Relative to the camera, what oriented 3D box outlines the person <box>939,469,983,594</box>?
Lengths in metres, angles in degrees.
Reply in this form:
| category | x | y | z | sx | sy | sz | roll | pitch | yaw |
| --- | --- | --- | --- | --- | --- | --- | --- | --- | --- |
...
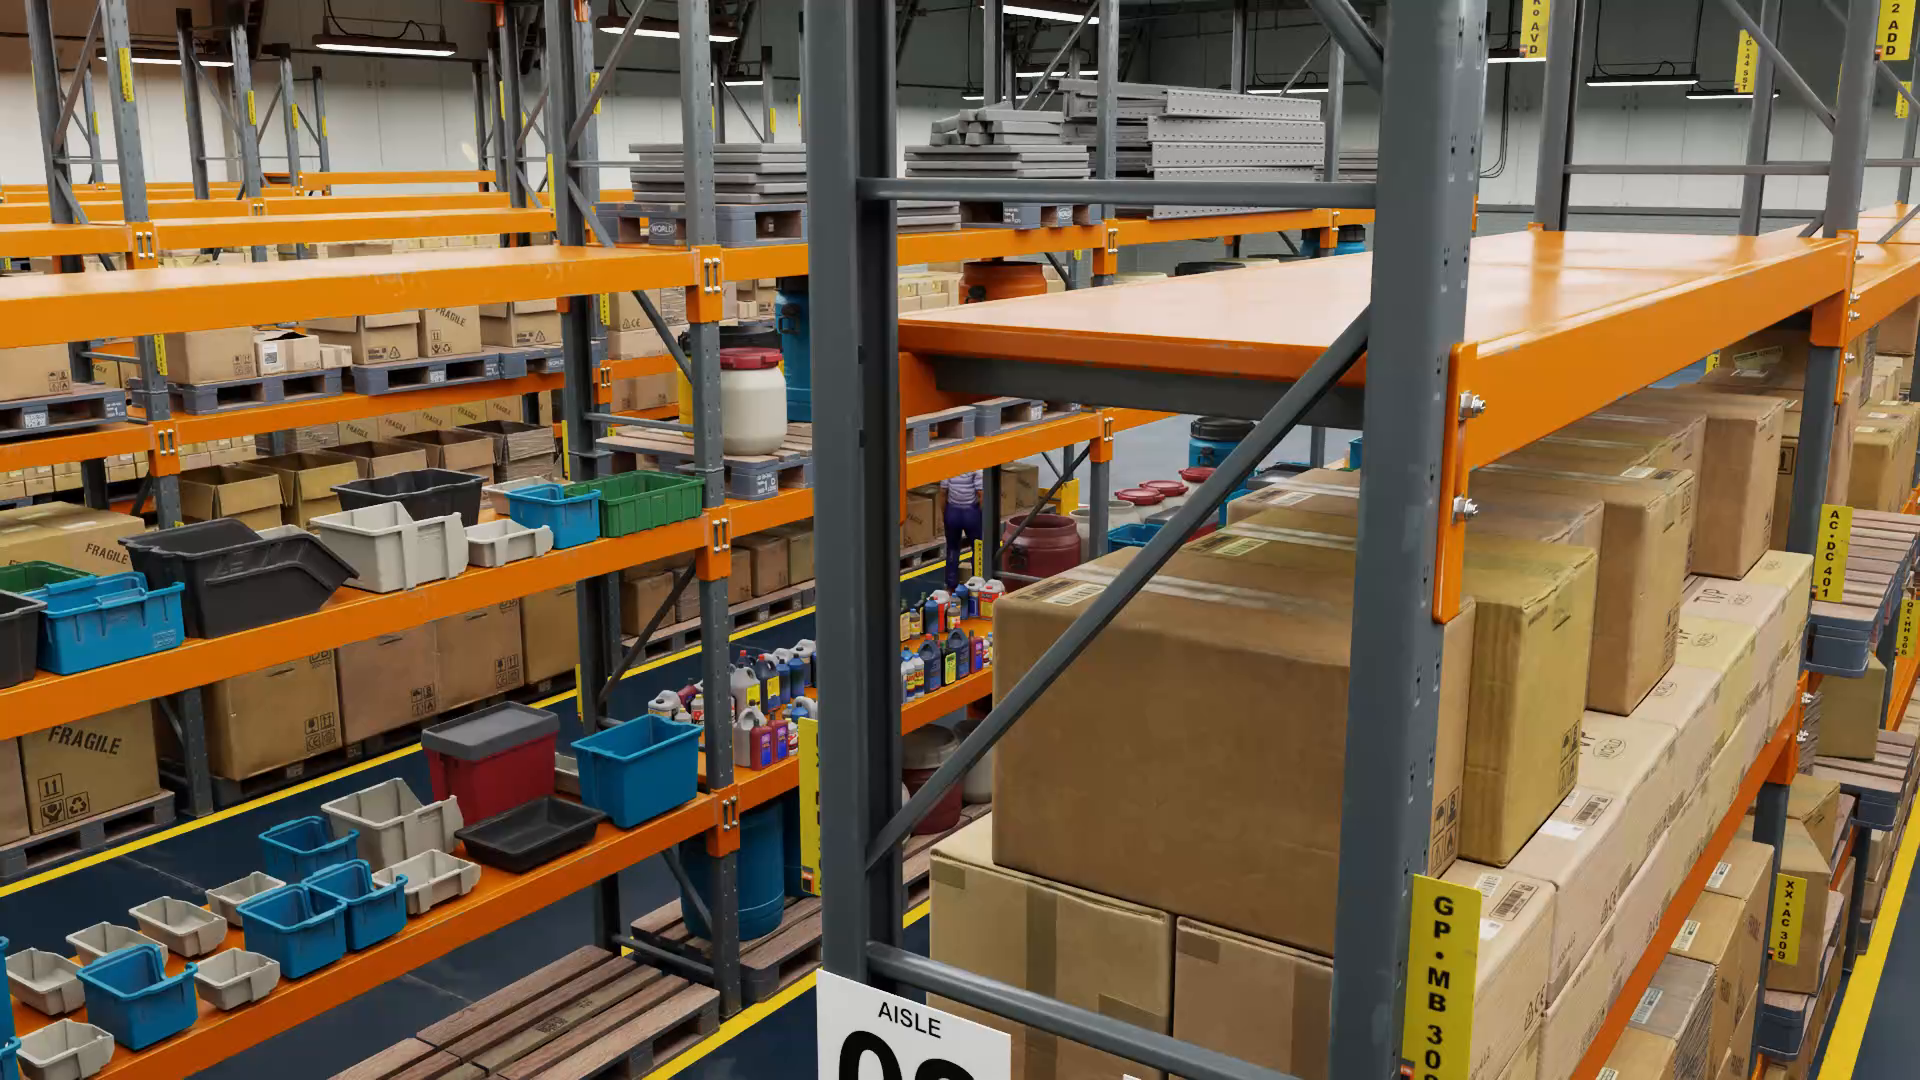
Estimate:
| category | x | y | z | sx | sy | sz | roll | pitch | yaw |
| --- | --- | --- | --- | --- | --- | --- | --- | --- | --- |
| person | 0.050 | -0.232 | 17.502 | 0.538 | 1.651 | 0.378 | 4 | 14 | 17 |
